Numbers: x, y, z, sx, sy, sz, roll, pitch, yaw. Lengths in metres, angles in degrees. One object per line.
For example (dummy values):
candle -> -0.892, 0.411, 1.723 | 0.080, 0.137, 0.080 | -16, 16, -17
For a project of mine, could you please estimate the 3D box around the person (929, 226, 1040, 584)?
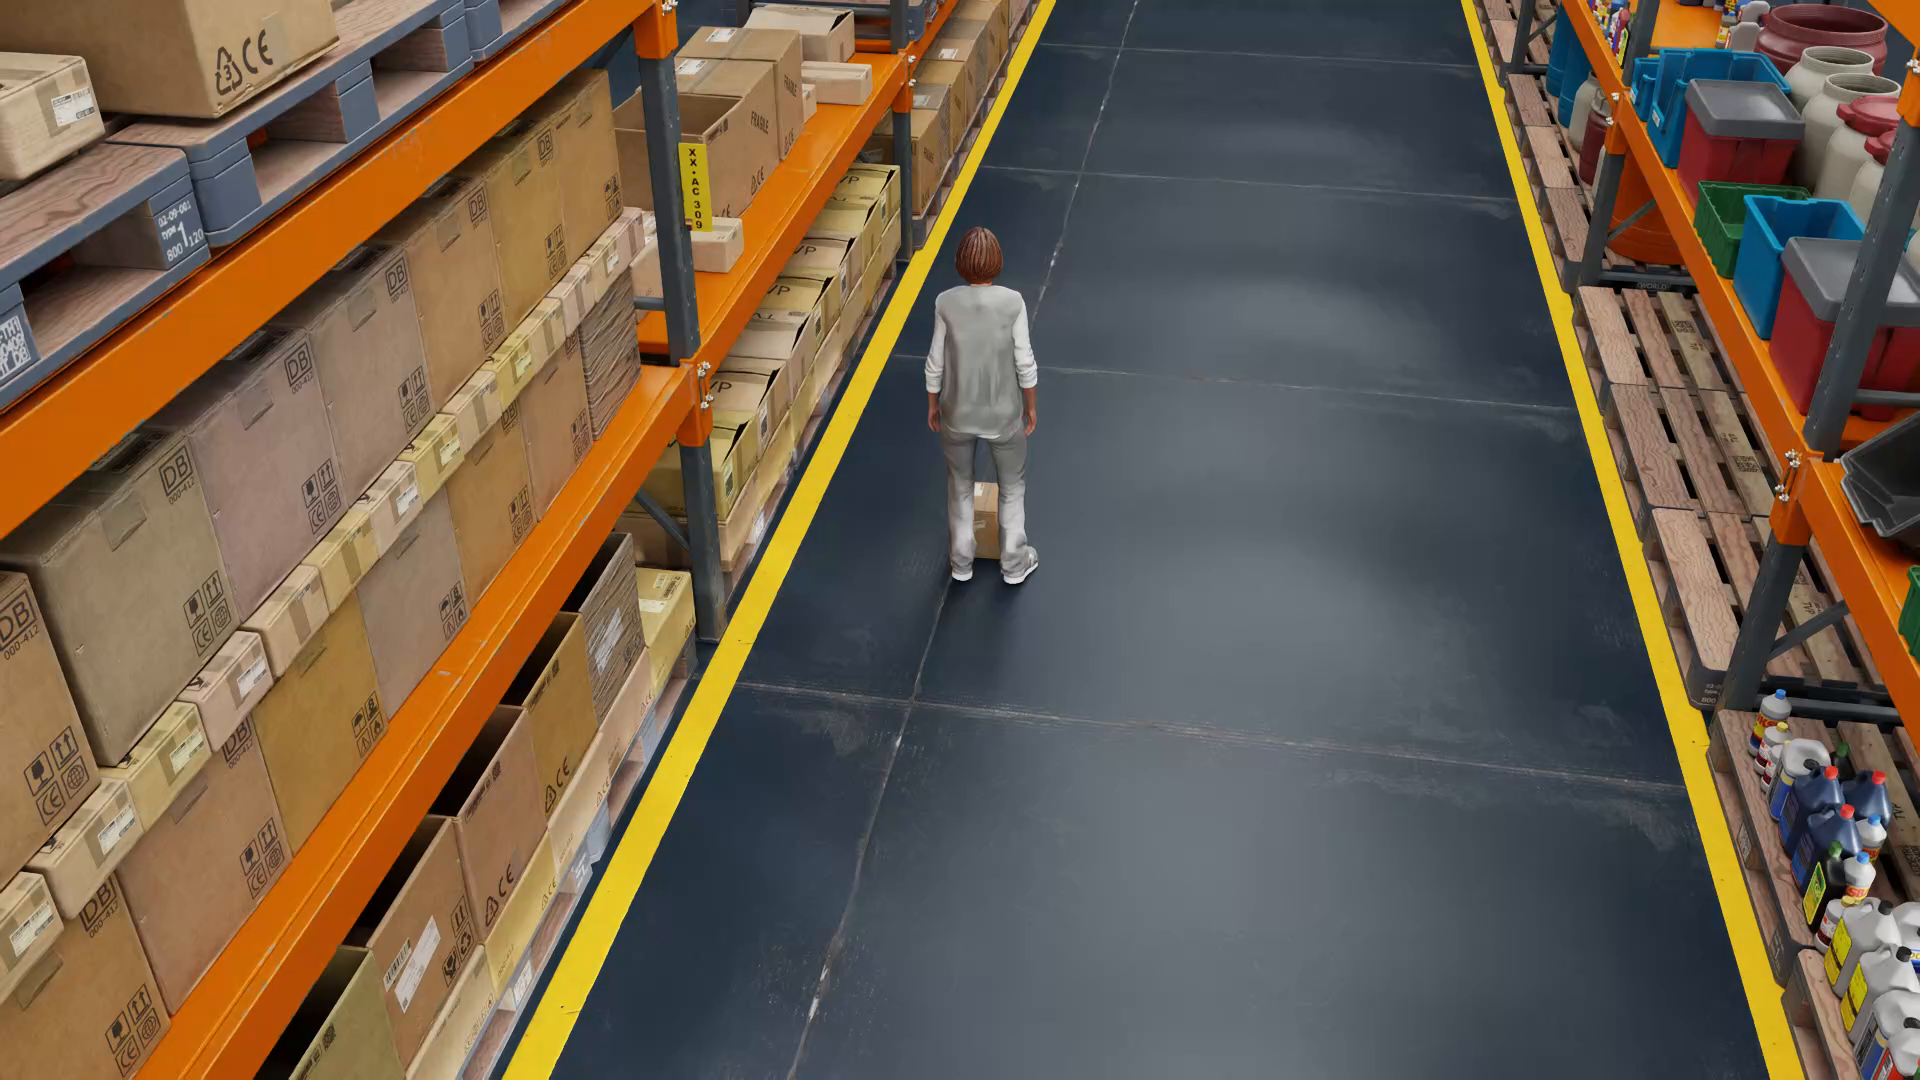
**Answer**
person -> 0.105, -0.527, 6.965 | 0.464, 1.593, 0.344 | 5, 33, 8
